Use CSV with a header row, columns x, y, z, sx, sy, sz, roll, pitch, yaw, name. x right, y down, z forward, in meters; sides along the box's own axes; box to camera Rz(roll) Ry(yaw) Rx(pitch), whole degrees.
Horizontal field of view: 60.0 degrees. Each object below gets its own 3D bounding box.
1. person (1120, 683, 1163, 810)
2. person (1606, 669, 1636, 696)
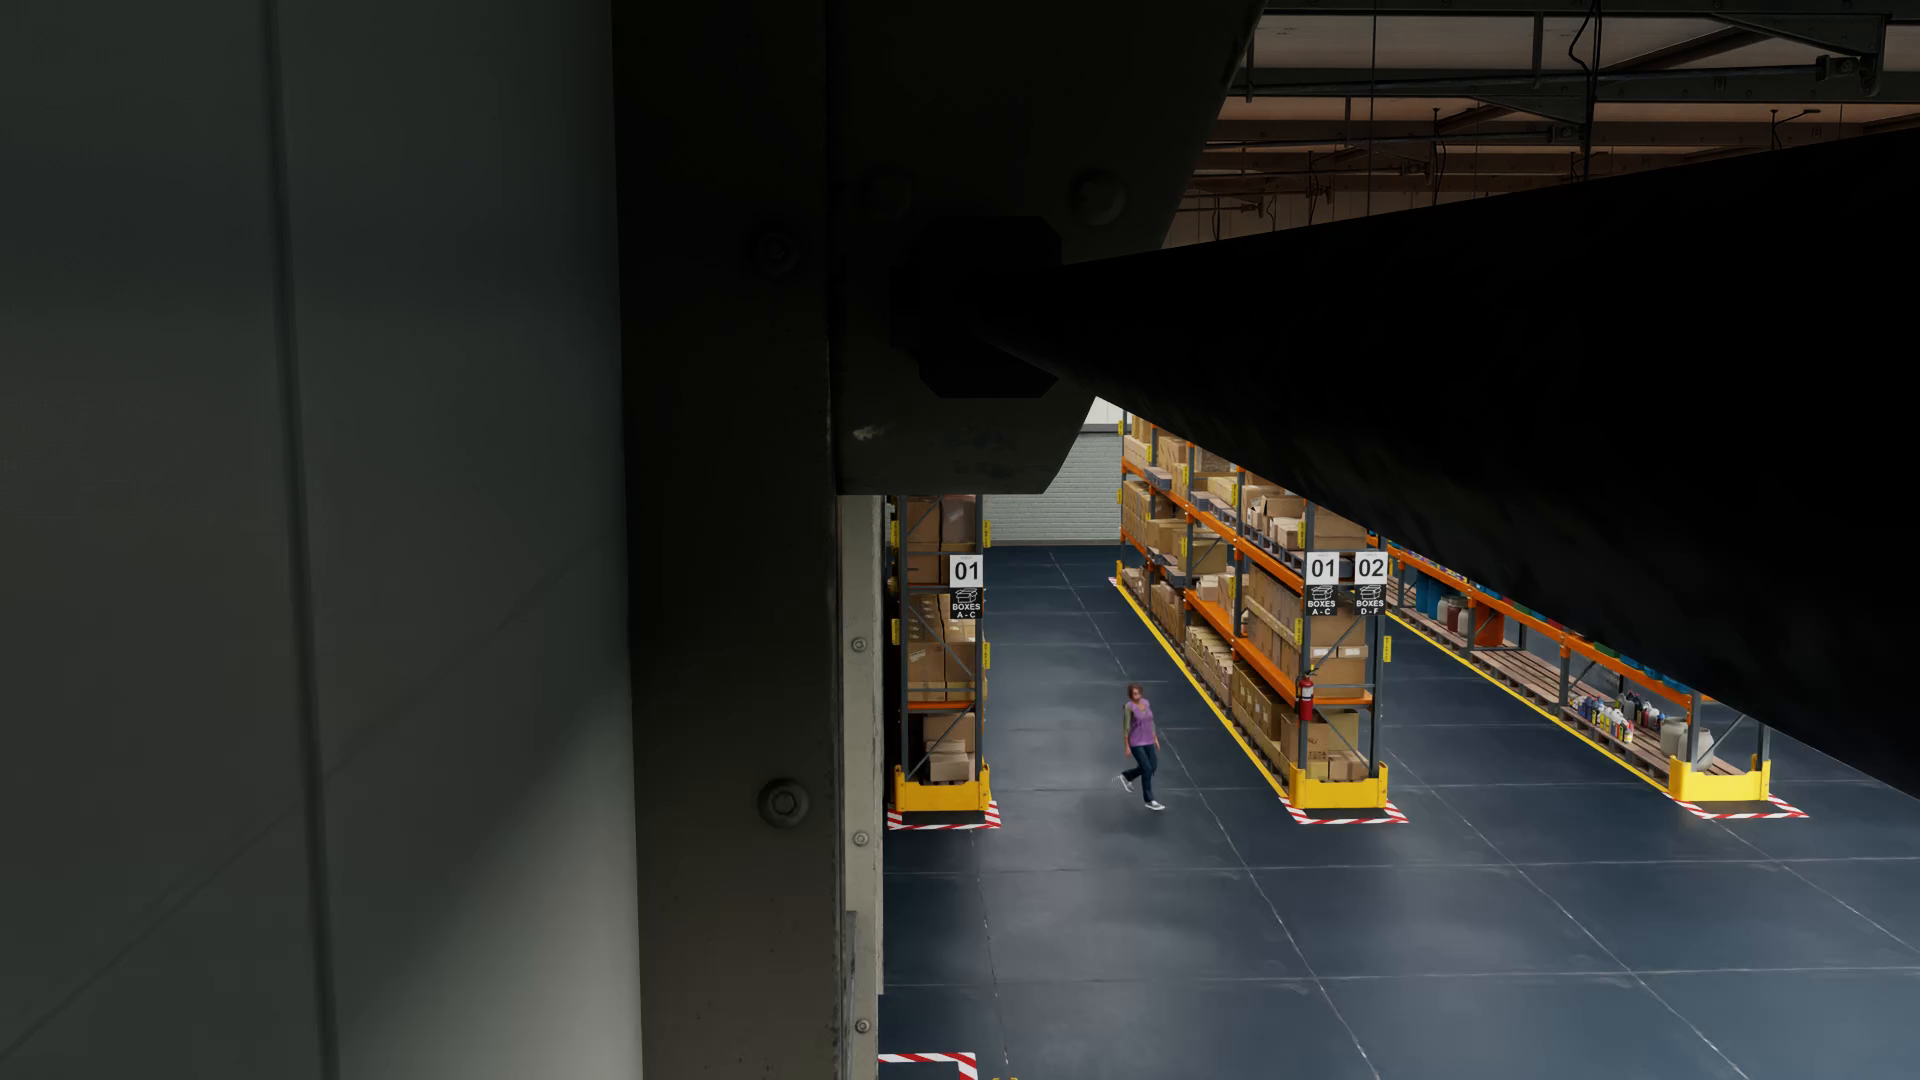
x,y,z,sx,sy,sz,roll,pitch,yaw,name
2.235,2.527,20.620,0.426,1.562,0.725,-8,11,-42,person
10.667,1.541,26.544,0.502,1.749,0.969,-2,9,-15,person
